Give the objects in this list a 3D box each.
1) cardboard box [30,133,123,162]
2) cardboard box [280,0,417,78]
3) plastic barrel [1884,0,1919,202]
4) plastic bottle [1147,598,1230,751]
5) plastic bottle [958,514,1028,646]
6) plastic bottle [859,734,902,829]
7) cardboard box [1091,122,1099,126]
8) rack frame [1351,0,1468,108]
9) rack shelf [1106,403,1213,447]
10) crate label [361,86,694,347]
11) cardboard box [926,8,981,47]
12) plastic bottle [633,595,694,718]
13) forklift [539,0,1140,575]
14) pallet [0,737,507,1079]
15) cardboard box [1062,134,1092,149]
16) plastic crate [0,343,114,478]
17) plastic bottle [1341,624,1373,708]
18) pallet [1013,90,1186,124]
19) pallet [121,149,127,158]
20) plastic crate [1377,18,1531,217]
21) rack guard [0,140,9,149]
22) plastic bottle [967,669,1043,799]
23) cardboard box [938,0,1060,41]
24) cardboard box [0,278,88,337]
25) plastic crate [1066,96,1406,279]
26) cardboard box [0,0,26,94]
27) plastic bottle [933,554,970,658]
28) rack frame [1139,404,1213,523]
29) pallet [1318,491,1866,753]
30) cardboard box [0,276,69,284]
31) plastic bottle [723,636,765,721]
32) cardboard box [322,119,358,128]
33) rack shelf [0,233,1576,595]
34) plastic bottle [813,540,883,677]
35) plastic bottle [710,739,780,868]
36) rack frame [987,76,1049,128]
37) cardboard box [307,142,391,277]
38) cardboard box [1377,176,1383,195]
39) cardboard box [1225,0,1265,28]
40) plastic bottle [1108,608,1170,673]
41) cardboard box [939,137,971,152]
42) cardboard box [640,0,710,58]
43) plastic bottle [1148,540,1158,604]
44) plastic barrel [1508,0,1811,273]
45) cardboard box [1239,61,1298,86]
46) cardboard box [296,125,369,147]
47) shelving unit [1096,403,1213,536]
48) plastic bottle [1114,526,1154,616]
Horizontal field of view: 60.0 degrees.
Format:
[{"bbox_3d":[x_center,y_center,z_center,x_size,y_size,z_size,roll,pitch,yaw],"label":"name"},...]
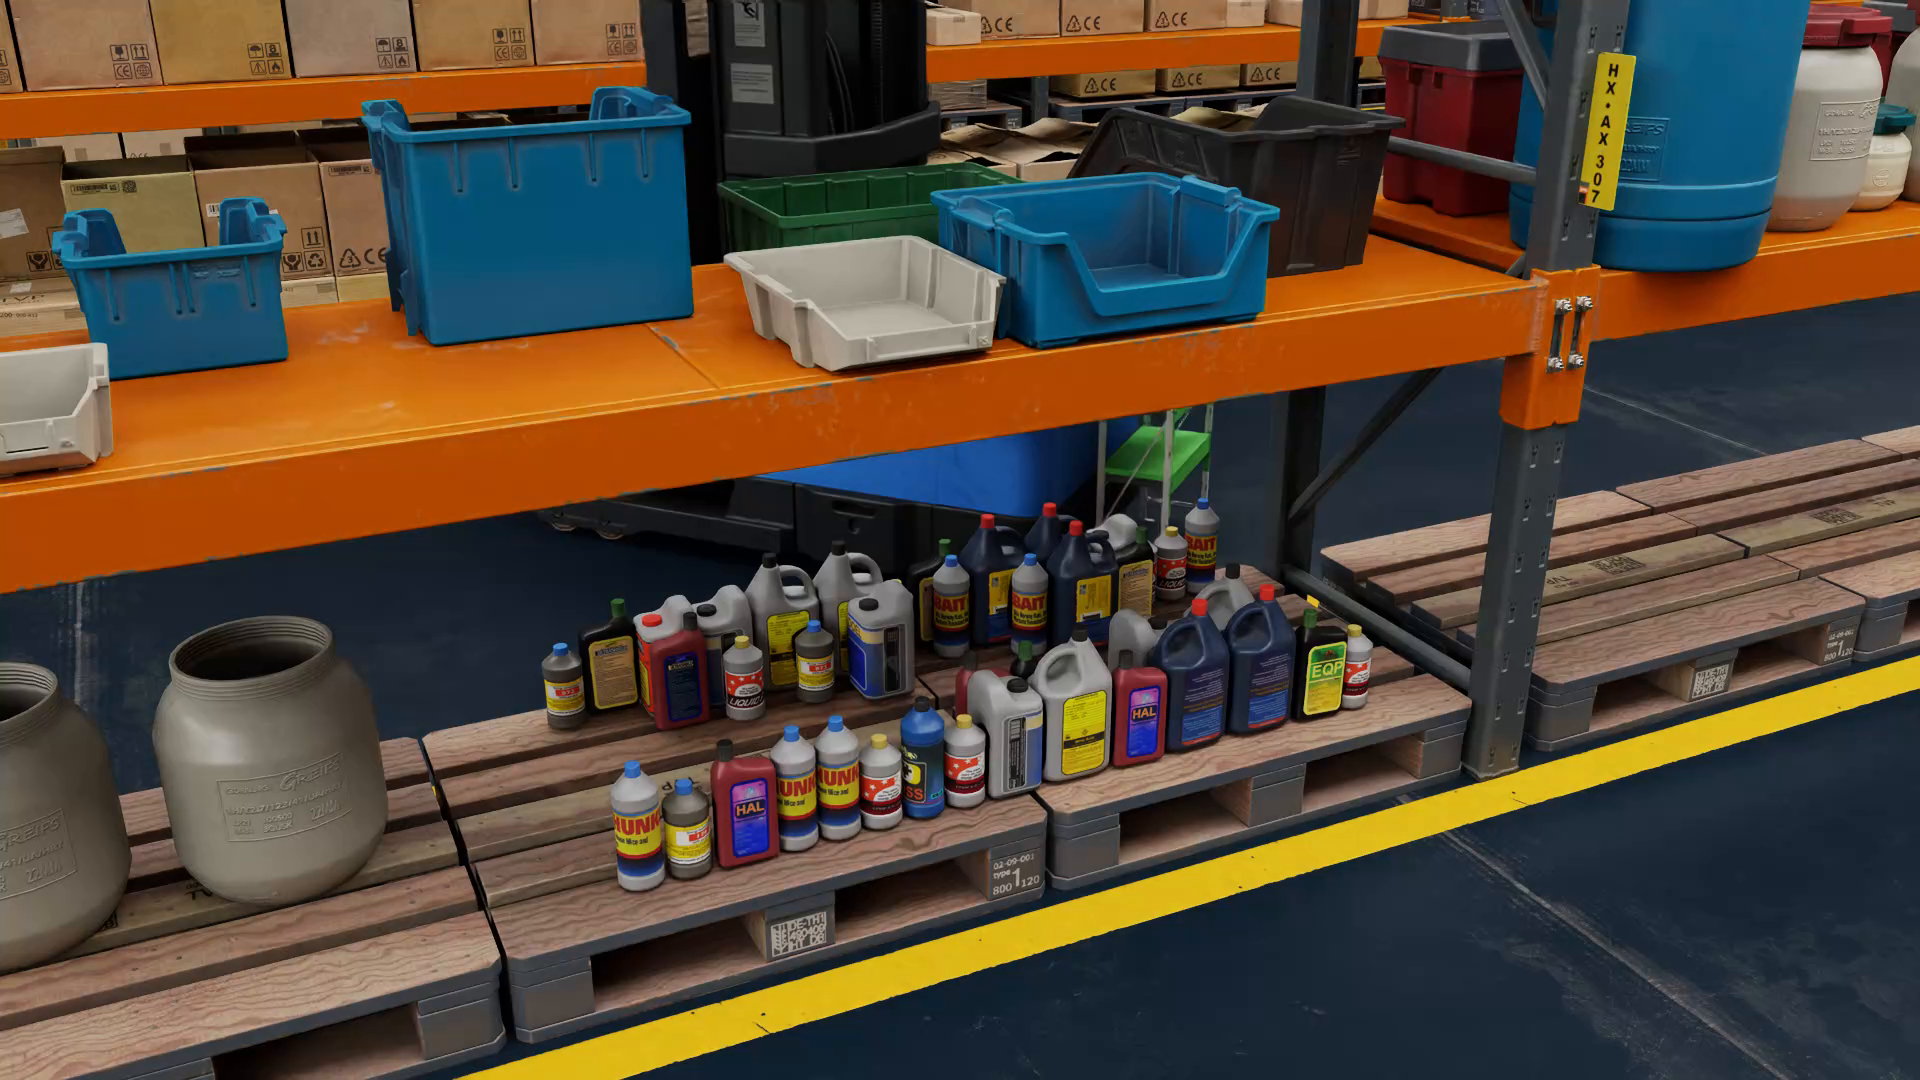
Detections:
[{"bbox_3d":[-6.067,-2.743,11.395,0.500,0.311,0.500,-14,26,-30],"label":"cardboard box"},{"bbox_3d":[-2.758,-2.369,7.420,0.500,0.500,0.700,-10,24,-22],"label":"cardboard box"},{"bbox_3d":[2.789,-1.215,4.587,0.433,0.535,0.433,0,22,0],"label":"plastic barrel"},{"bbox_3d":[0.543,0.311,3.965,0.185,0.351,0.144,-12,25,-26],"label":"plastic bottle"},{"bbox_3d":[0.094,0.095,4.487,0.185,0.351,0.144,-12,25,-26],"label":"plastic bottle"},{"bbox_3d":[-0.176,0.522,3.650,0.097,0.201,0.097,0,22,0],"label":"plastic bottle"},{"bbox_3d":[1.101,-2.342,9.799,0.500,0.311,0.500,-11,25,-25],"label":"cardboard box"},{"bbox_3d":[2.630,-3.319,9.846,0.127,3.000,1.000,-10,25,-24],"label":"rack frame"},{"bbox_3d":[0.653,-0.463,5.467,0.258,0.148,0.480,9,24,21],"label":"rack shelf"},{"bbox_3d":[-0.892,-0.699,3.471,0.616,0.435,0.502,-10,25,-24],"label":"crate label"},{"bbox_3d":[-0.087,-2.616,8.476,0.250,0.149,0.380,-10,25,-24],"label":"cardboard box"},{"bbox_3d":[-0.729,0.283,4.131,0.135,0.276,0.152,-10,25,-23],"label":"plastic bottle"},{"bbox_3d":[-0.922,-1.529,5.611,3.031,2.935,1.130,9,24,21],"label":"forklift"},{"bbox_3d":[-1.651,0.842,3.439,1.213,0.211,1.003,-10,25,-24],"label":"pallet"},{"bbox_3d":[0.891,-2.076,9.157,0.500,0.311,0.500,-10,24,-22],"label":"cardboard box"},{"bbox_3d":[-1.487,-0.200,2.656,0.250,0.136,0.298,-10,25,-24],"label":"plastic crate"},{"bbox_3d":[0.979,0.309,4.164,0.097,0.201,0.097,0,22,0],"label":"plastic bottle"},{"bbox_3d":[1.222,-3.842,14.755,1.213,0.211,1.003,-10,25,-24],"label":"pallet"},{"bbox_3d":[-5.914,-2.545,11.623,1.213,0.211,1.003,-10,25,-24],"label":"pallet"},{"bbox_3d":[1.475,-1.163,4.554,0.583,0.464,0.402,-10,25,-24],"label":"plastic crate"},{"bbox_3d":[-6.661,-2.556,11.271,0.348,0.500,1.175,-10,25,-24],"label":"rack guard"},{"bbox_3d":[0.104,0.425,3.788,0.135,0.276,0.152,-10,24,-23],"label":"plastic bottle"},{"bbox_3d":[0.200,-2.911,8.729,0.500,0.500,0.500,-9,24,-20],"label":"cardboard box"},{"bbox_3d":[-3.998,-0.928,7.115,0.500,0.250,0.500,-10,25,-24],"label":"cardboard box"},{"bbox_3d":[0.644,-0.876,4.026,0.504,0.338,0.767,-10,25,-24],"label":"plastic crate"},{"bbox_3d":[-4.152,-2.111,6.797,0.500,0.500,0.700,-10,25,-24],"label":"cardboard box"},{"bbox_3d":[-0.023,0.169,4.412,0.097,0.271,0.097,0,22,0],"label":"plastic bottle"},{"bbox_3d":[0.750,-0.608,5.649,0.240,1.200,0.015,9,24,21],"label":"rack frame"},{"bbox_3d":[1.862,0.197,4.998,1.213,0.211,1.003,-10,25,-24],"label":"pallet"},{"bbox_3d":[-4.223,-1.106,7.547,0.500,0.250,0.500,-10,25,-24],"label":"cardboard box"},{"bbox_3d":[-0.534,0.334,4.104,0.097,0.201,0.097,0,22,0],"label":"plastic bottle"},{"bbox_3d":[-4.575,-2.990,12.203,0.250,0.149,0.380,-13,26,-28],"label":"cardboard box"},{"bbox_3d":[-0.631,-0.284,3.454,4.000,0.370,1.077,-10,25,-24],"label":"rack shelf"},{"bbox_3d":[-0.289,0.166,4.316,0.185,0.351,0.144,-11,25,-24],"label":"plastic bottle"},{"bbox_3d":[-0.452,0.543,3.493,0.133,0.283,0.061,-10,25,-23],"label":"plastic bottle"},{"bbox_3d":[0.479,-5.025,13.969,0.127,3.000,1.000,-10,25,-24],"label":"rack frame"},{"bbox_3d":[-2.646,-1.522,7.571,0.500,0.500,0.500,-10,25,-24],"label":"cardboard box"},{"bbox_3d":[2.262,-2.071,9.878,0.500,0.250,0.500,-10,24,-22],"label":"cardboard box"},{"bbox_3d":[1.506,-2.972,9.336,0.250,0.149,0.380,-9,24,-20],"label":"cardboard box"},{"bbox_3d":[0.456,0.299,4.093,0.135,0.276,0.152,-10,25,-24],"label":"plastic bottle"},{"bbox_3d":[-0.267,-2.093,9.196,0.500,0.311,0.500,-10,24,-22],"label":"cardboard box"},{"bbox_3d":[-1.371,-2.626,8.041,0.500,0.500,0.700,-11,25,-25],"label":"cardboard box"},{"bbox_3d":[0.511,0.077,4.725,0.097,0.201,0.097,0,22,0],"label":"plastic bottle"},{"bbox_3d":[1.651,-1.139,3.924,0.708,0.901,0.600,-10,25,-24],"label":"plastic barrel"},{"bbox_3d":[2.754,-4.589,15.175,0.750,0.750,0.750,-10,24,-22],"label":"cardboard box"},{"bbox_3d":[-2.878,-1.707,8.017,0.500,0.500,0.500,-10,25,-24],"label":"cardboard box"},{"bbox_3d":[0.653,-0.522,5.442,0.258,1.200,0.503,9,24,21],"label":"shelving unit"},{"bbox_3d":[0.461,0.105,4.550,0.133,0.283,0.061,-10,25,-24],"label":"plastic bottle"}]
